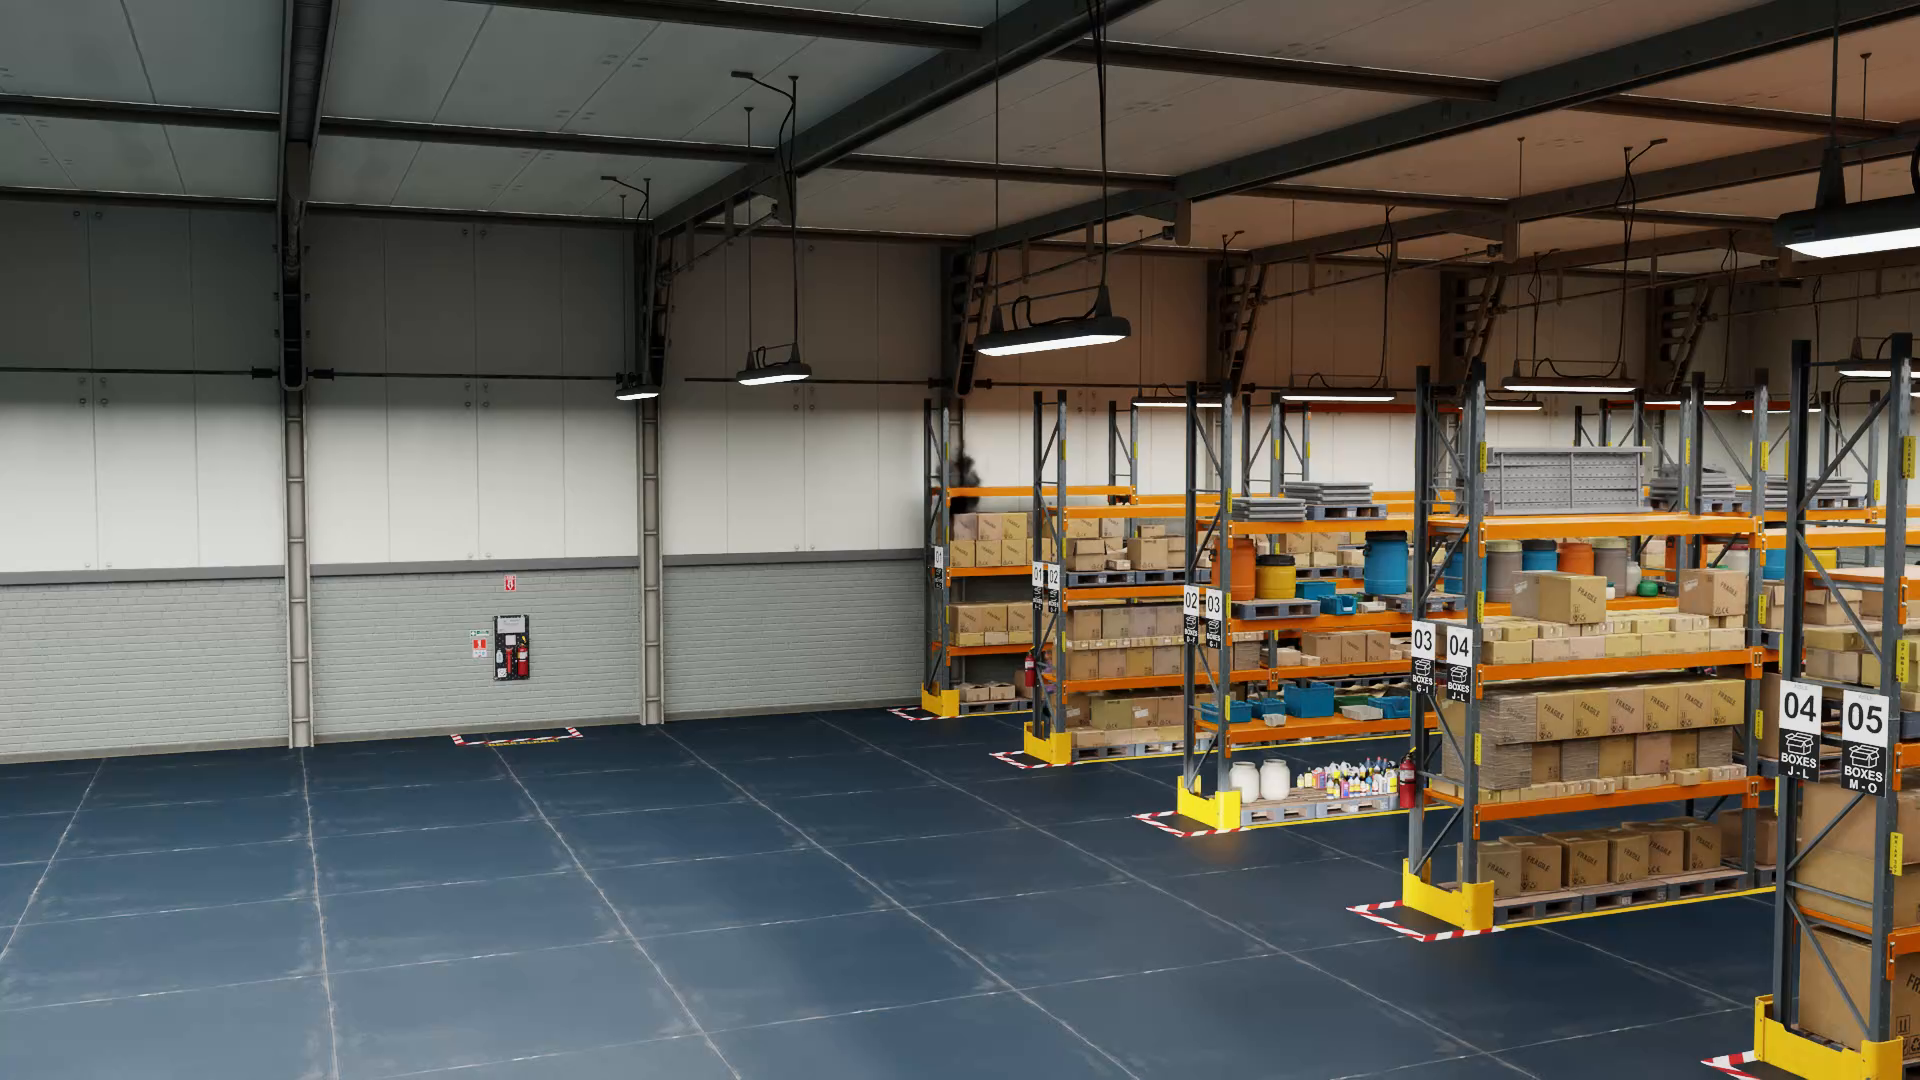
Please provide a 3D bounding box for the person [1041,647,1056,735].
[{"bbox_3d":[1.570,2.667,29.181,0.540,1.558,0.553,-2,4,-28],"label":"person"}]
